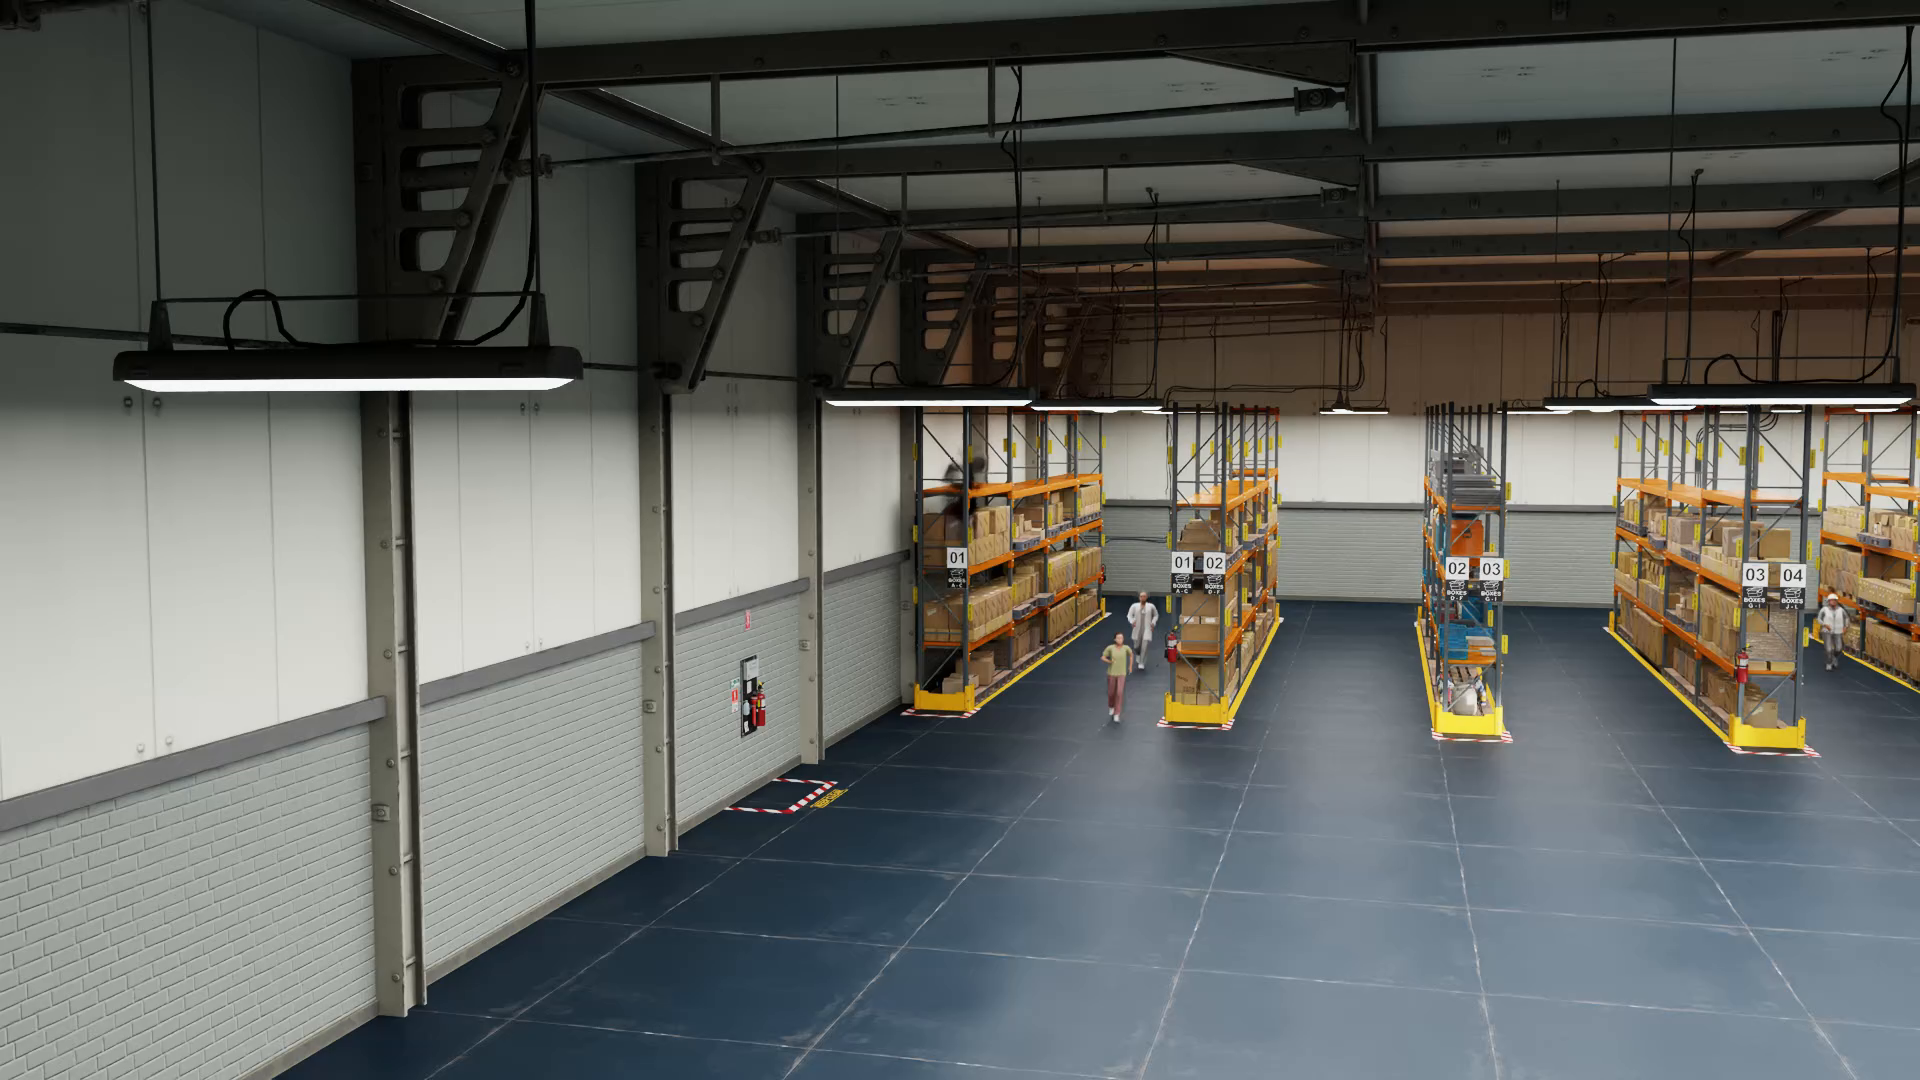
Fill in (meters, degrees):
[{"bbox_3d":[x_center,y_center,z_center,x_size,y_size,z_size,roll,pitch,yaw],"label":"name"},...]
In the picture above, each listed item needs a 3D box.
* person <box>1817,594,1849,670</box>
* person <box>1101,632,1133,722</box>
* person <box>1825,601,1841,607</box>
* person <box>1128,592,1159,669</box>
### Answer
[{"bbox_3d":[19.700,2.082,37.507,0.685,1.726,0.591,1,4,16],"label":"person"},{"bbox_3d":[2.961,2.547,31.394,0.608,1.640,1.003,0,4,7],"label":"person"},{"bbox_3d":[23.277,1.611,44.344,0.771,1.676,0.732,-3,5,-39],"label":"person"},{"bbox_3d":[4.170,2.053,37.926,0.707,1.733,0.681,1,4,10],"label":"person"}]
